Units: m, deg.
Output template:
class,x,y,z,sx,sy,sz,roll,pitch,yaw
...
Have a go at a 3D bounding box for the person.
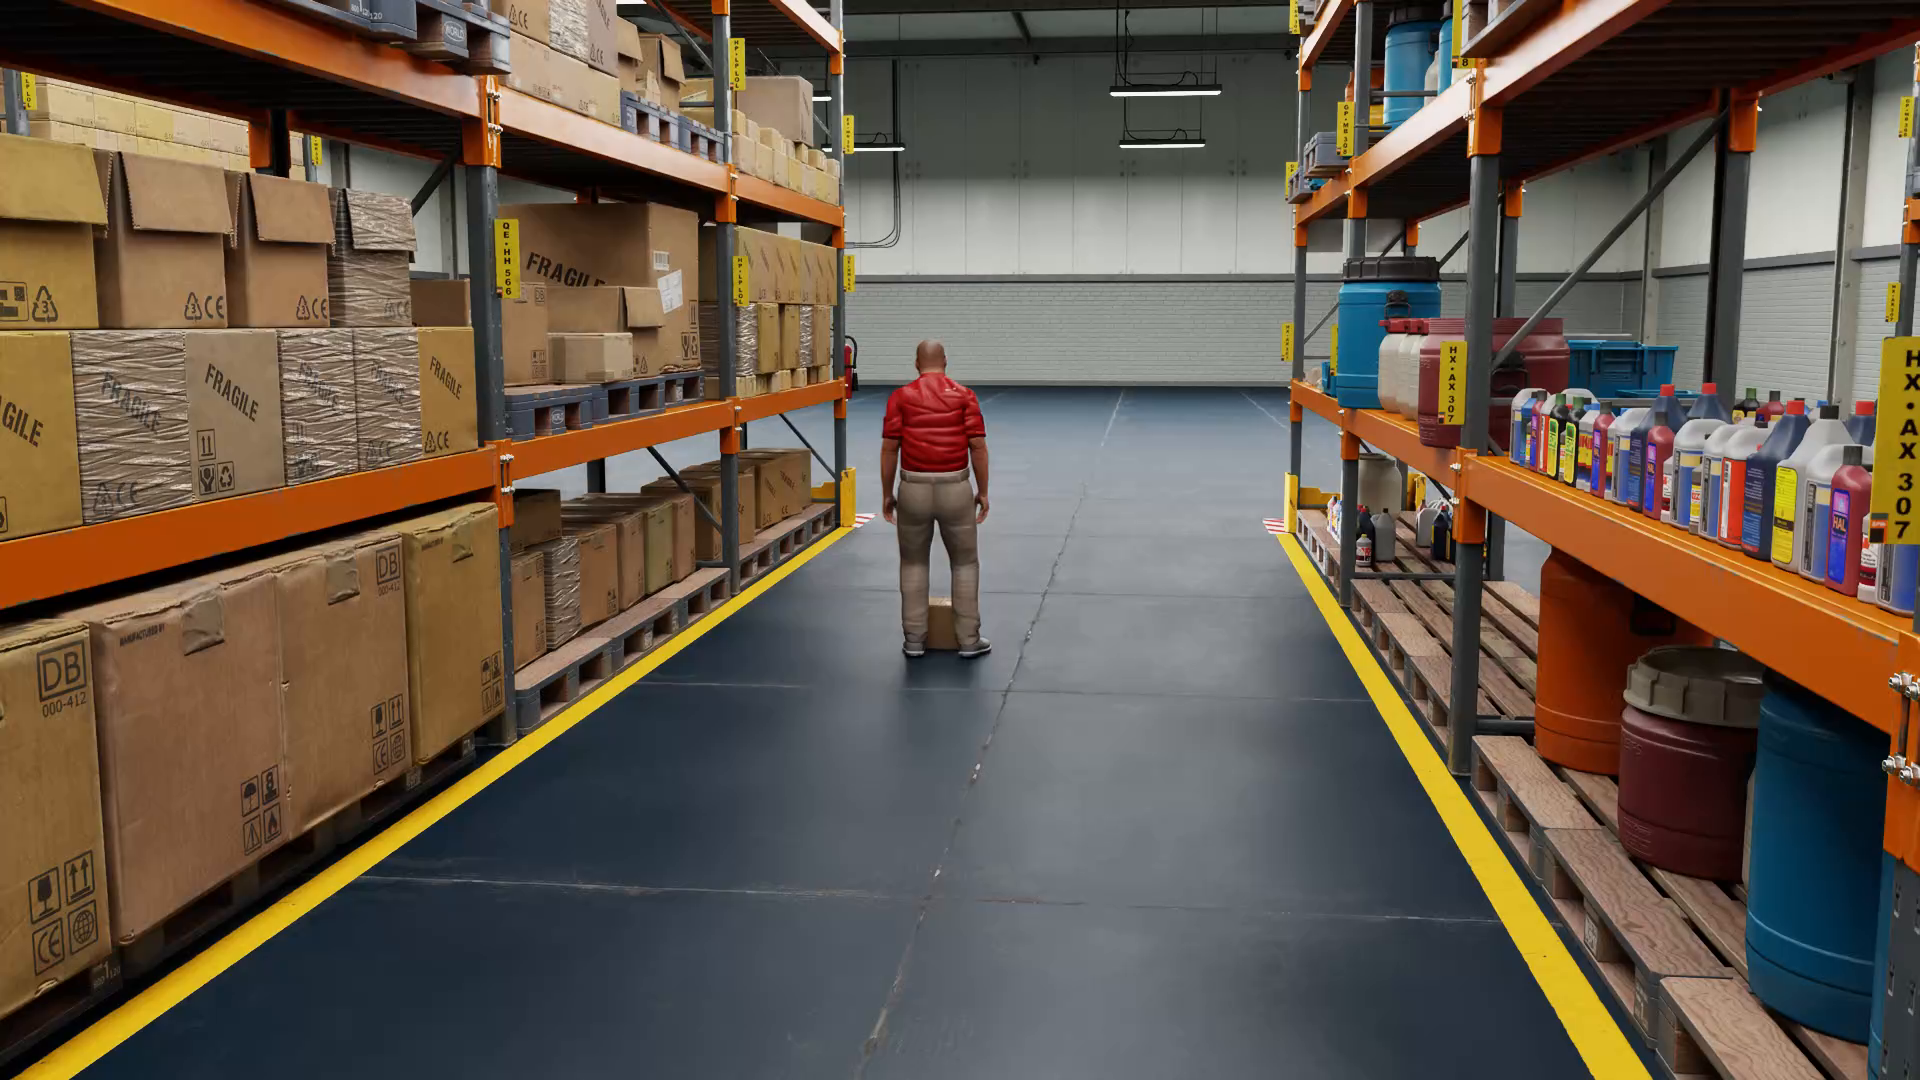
class,x,y,z,sx,sy,sz,roll,pitch,yaw
person,-0.130,-0.227,9.065,0.603,1.726,0.393,0,8,3
